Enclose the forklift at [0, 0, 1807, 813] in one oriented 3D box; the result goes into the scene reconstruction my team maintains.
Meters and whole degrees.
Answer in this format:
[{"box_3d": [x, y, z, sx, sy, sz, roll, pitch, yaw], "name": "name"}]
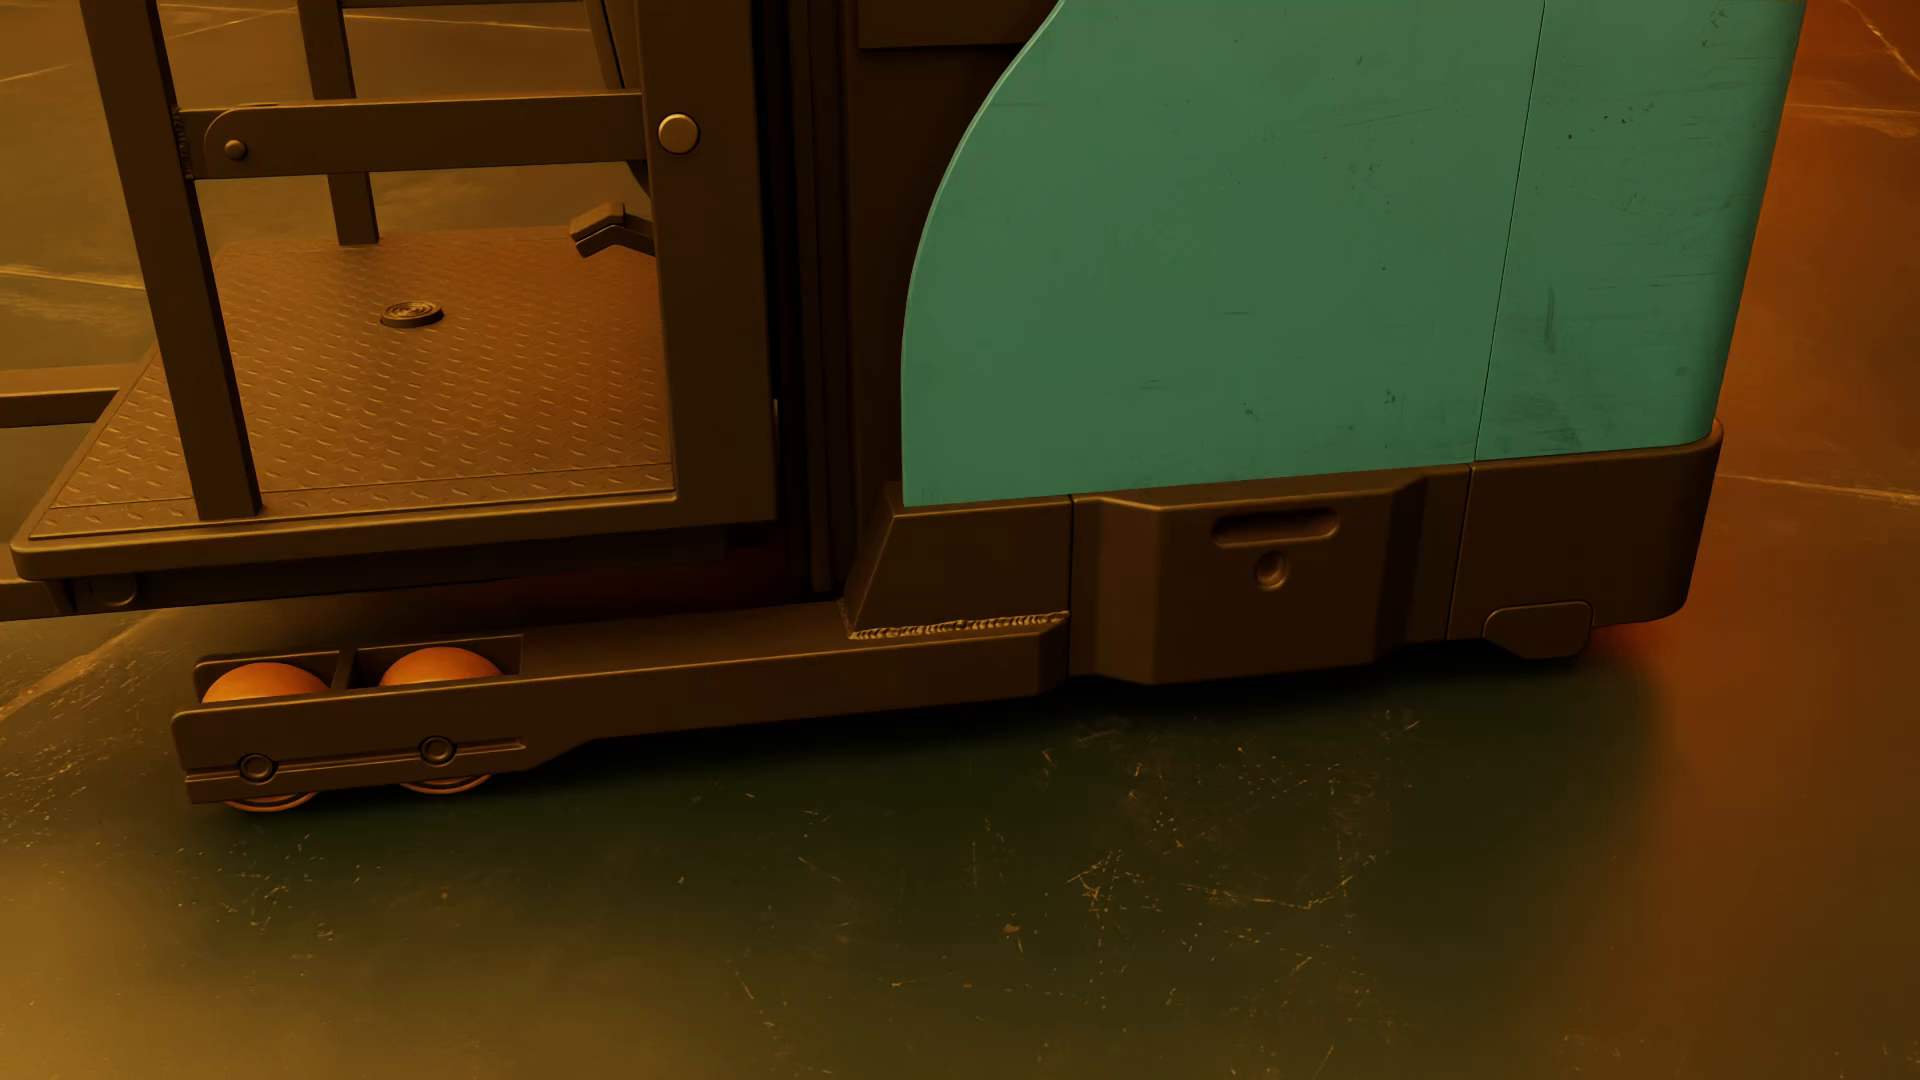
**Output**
[{"box_3d": [-0.601, -1.256, 1.737, 3.031, 2.935, 1.130, -5, 27, -9], "name": "forklift"}]
